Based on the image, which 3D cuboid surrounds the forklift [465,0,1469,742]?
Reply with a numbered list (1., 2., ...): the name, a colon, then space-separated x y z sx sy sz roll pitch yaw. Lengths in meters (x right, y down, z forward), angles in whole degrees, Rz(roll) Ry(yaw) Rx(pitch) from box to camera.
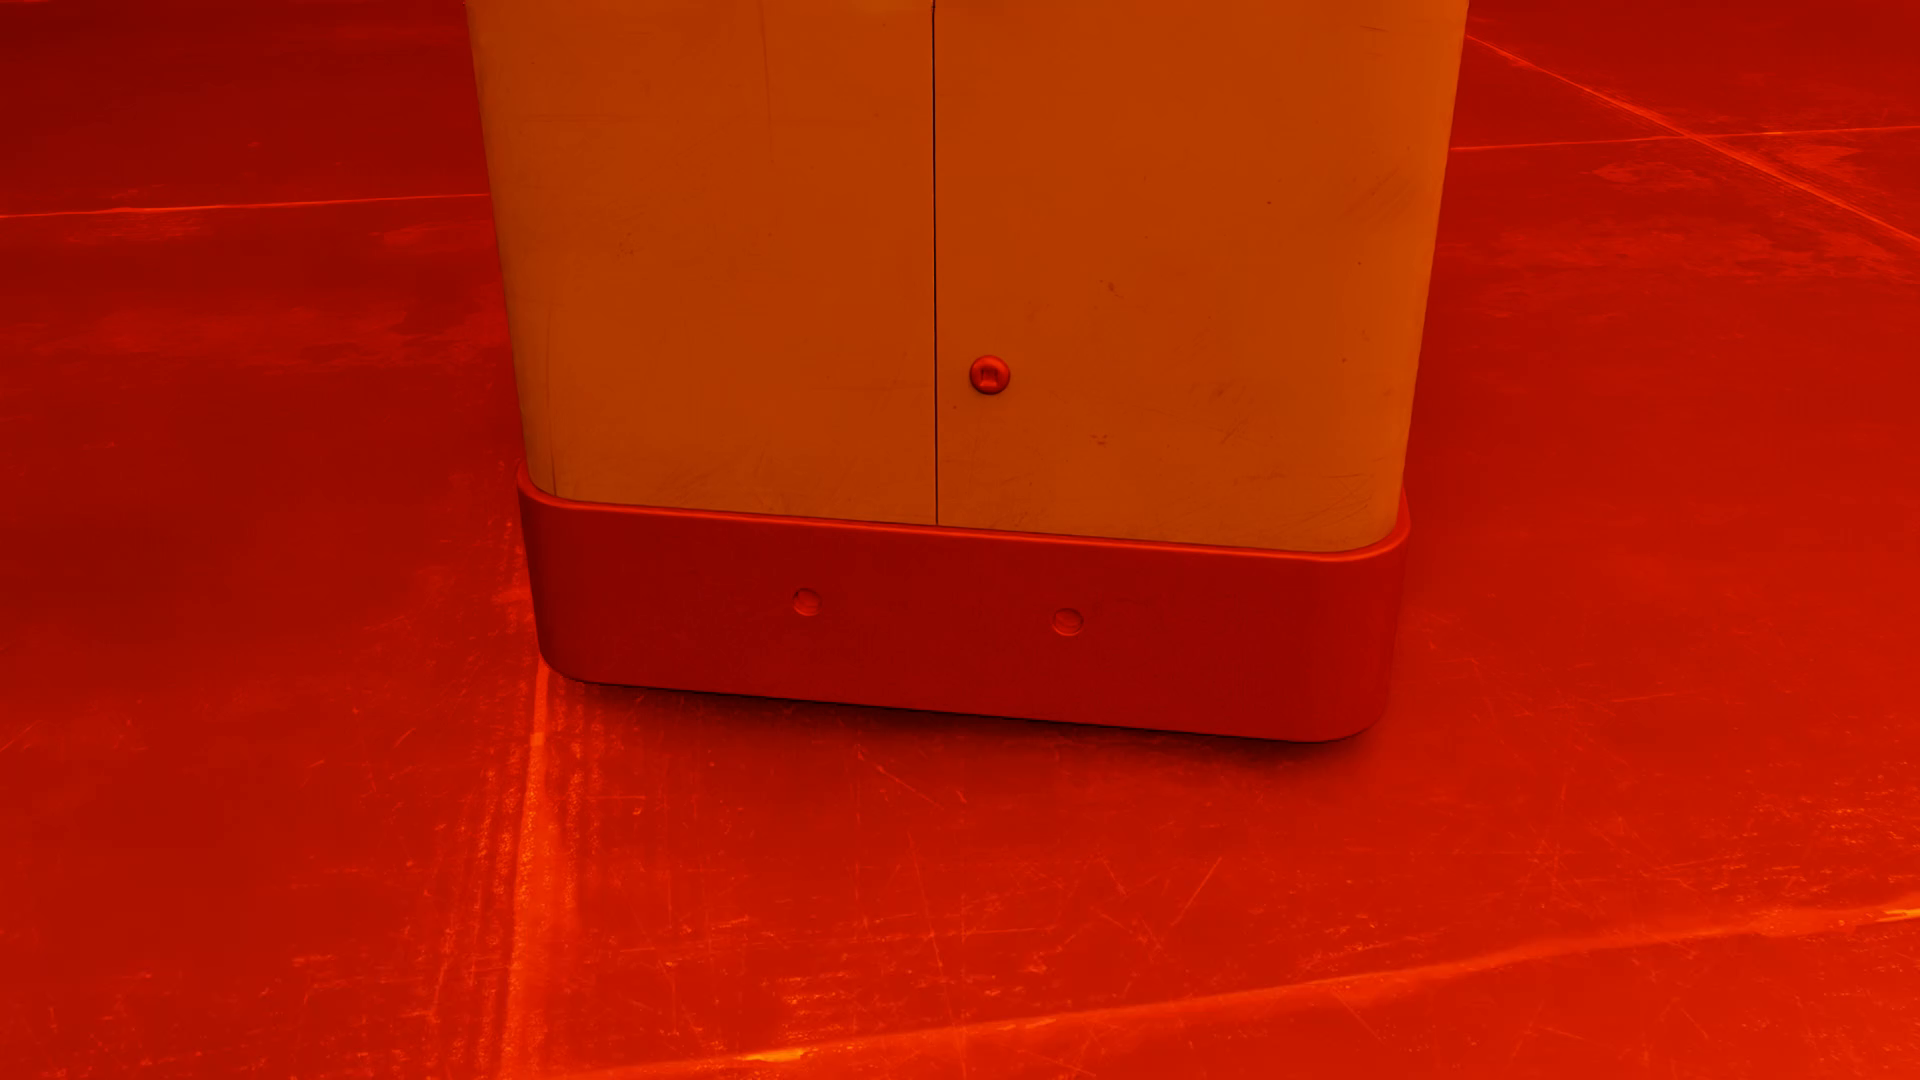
1. forklift: 0.198 -1.730 2.633 1.130 2.935 3.031 4 28 8
